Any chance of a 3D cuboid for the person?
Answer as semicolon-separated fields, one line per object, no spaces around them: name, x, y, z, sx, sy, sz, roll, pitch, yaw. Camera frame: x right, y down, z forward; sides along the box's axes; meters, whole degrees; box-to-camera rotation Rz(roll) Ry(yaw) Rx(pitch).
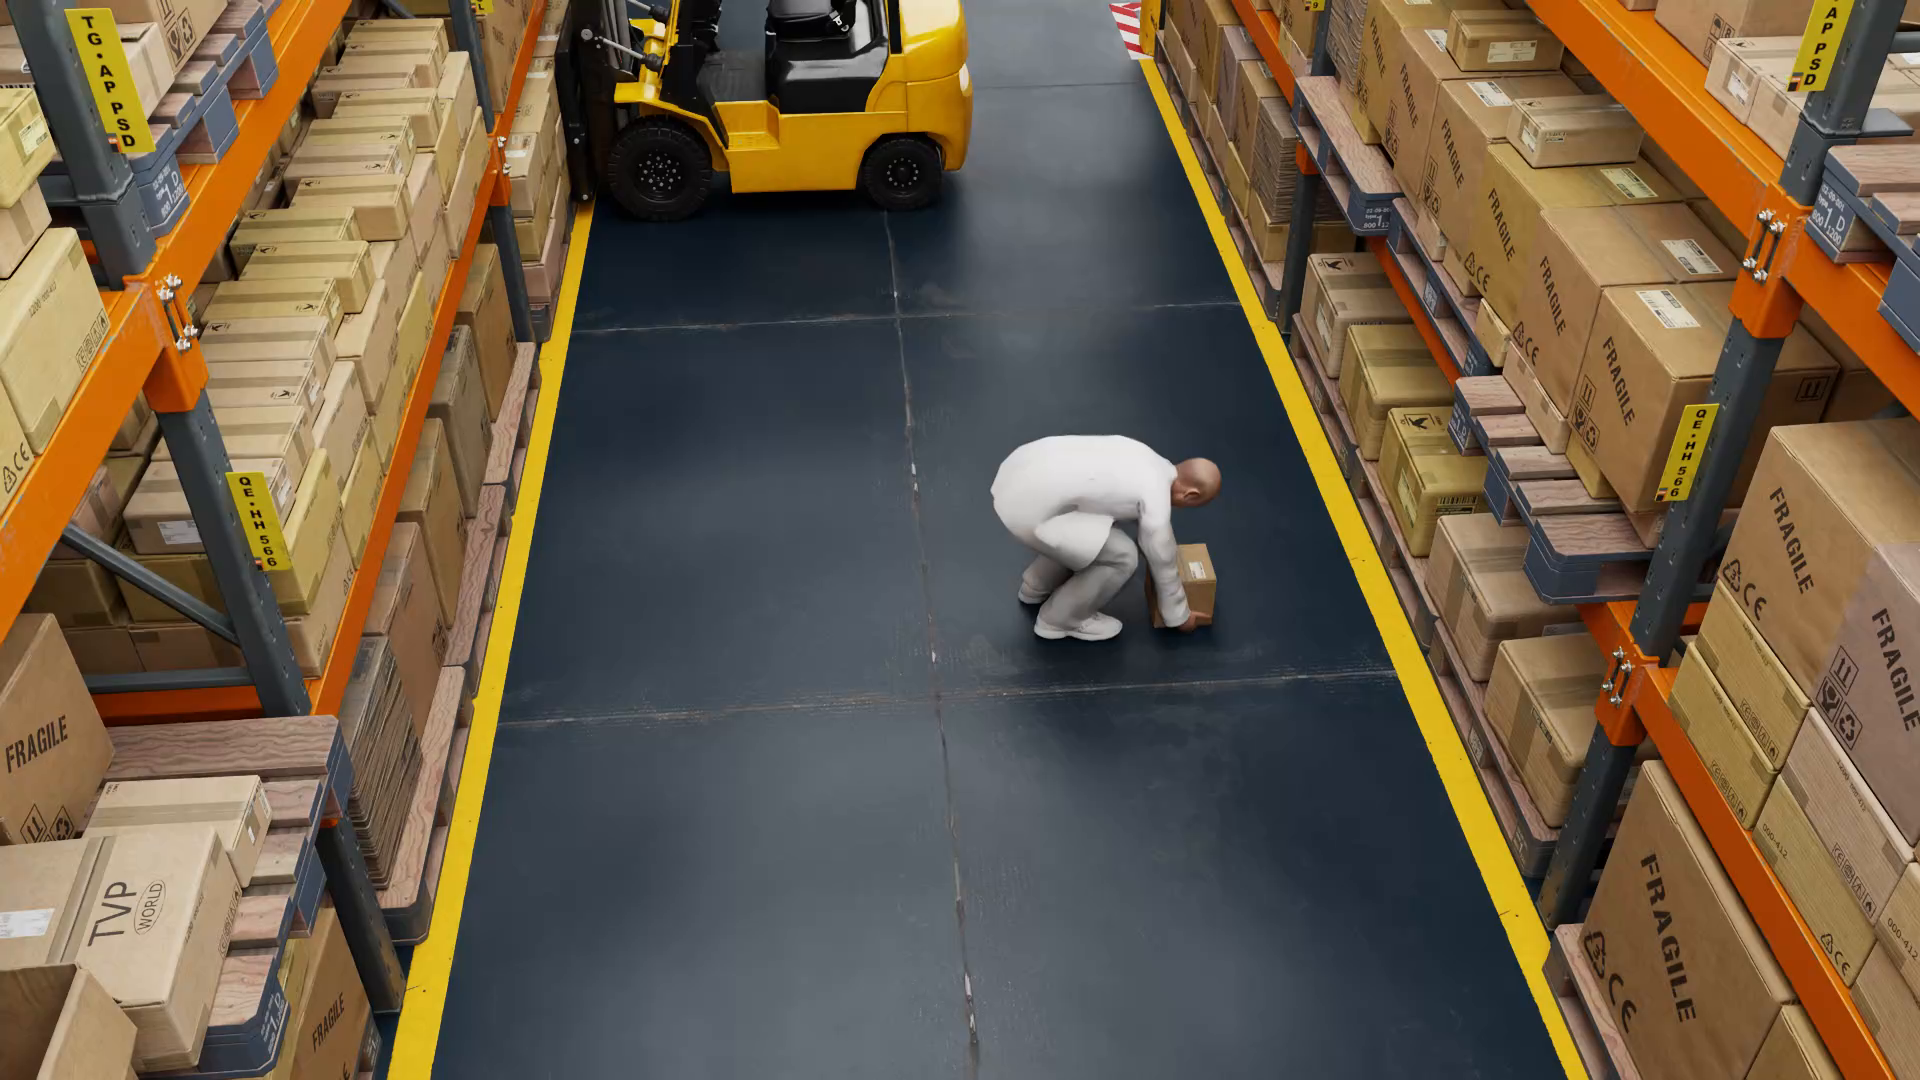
person;0.601;-0.021;6.931;0.952;0.888;0.590;-5;39;-6
